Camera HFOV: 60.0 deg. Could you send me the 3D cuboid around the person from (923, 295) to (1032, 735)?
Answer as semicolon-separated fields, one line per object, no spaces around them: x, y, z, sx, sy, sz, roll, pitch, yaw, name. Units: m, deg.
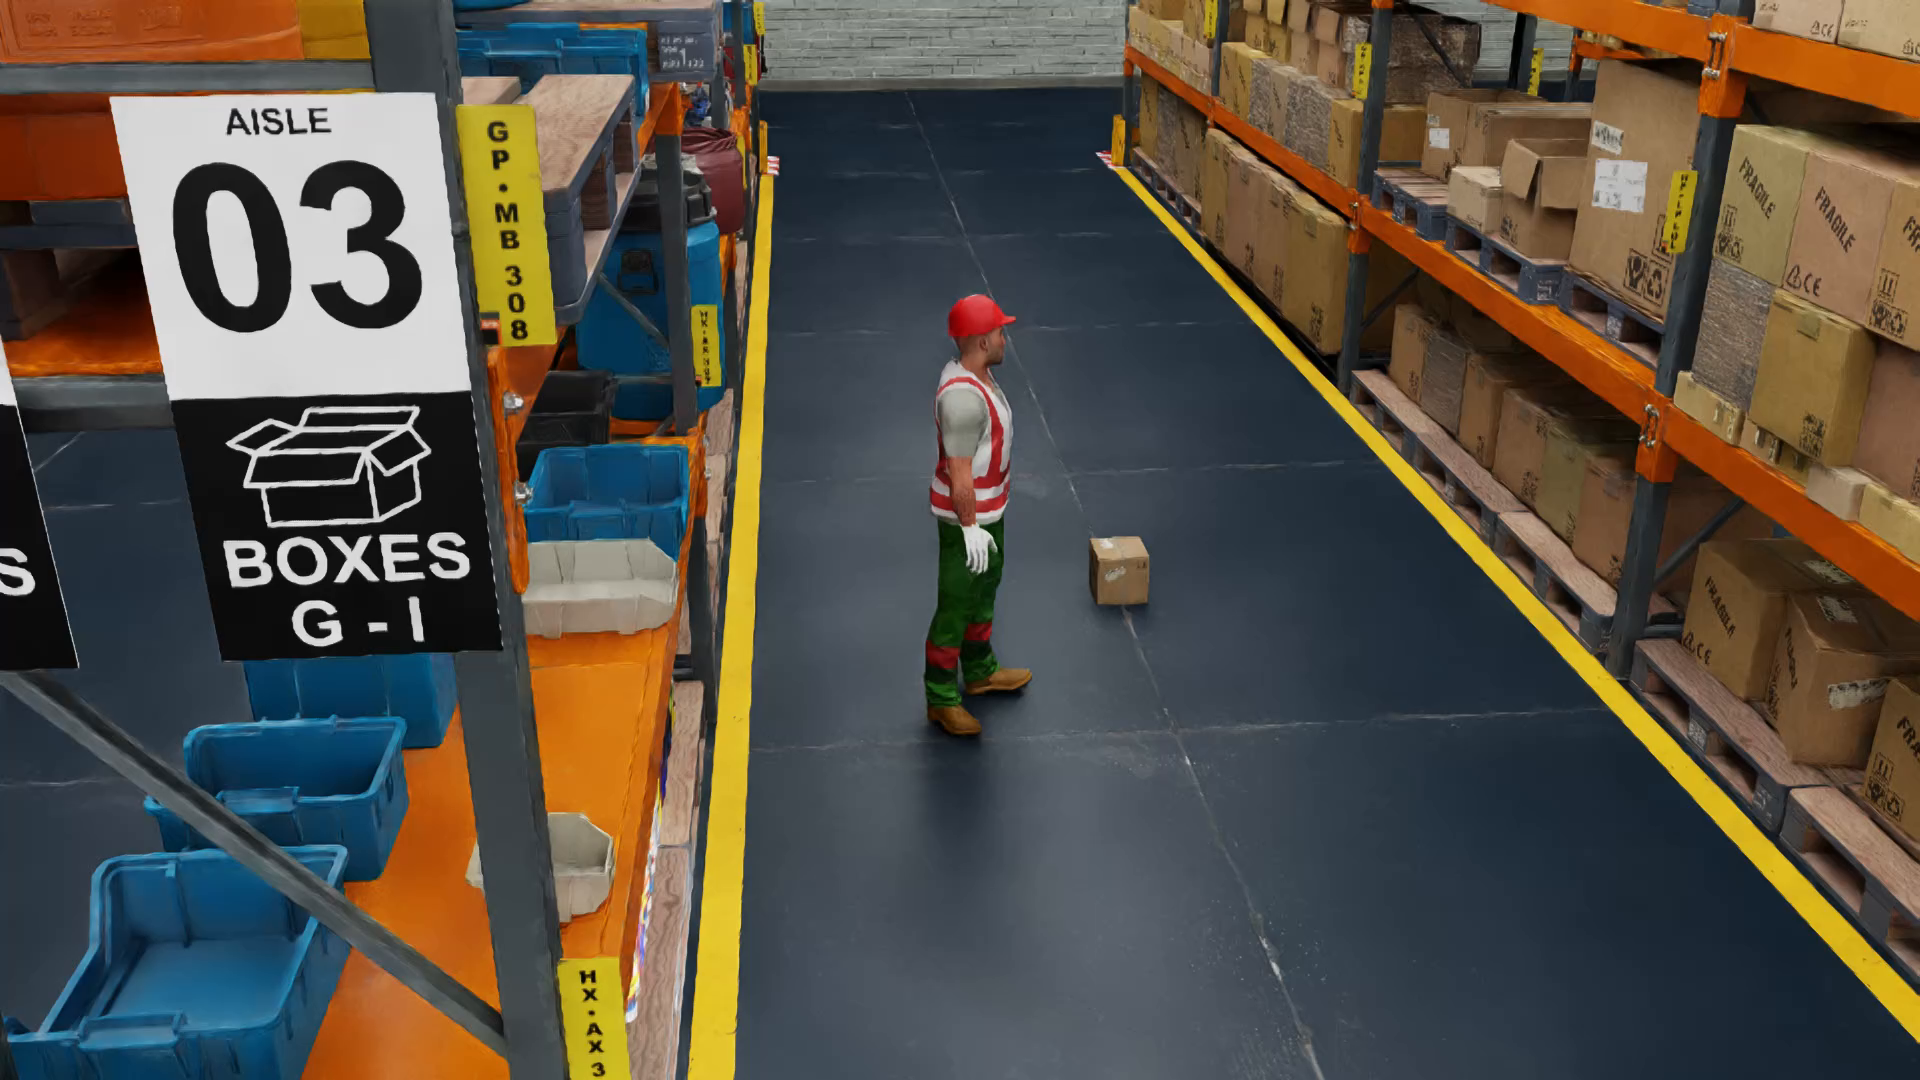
0.079;-0.125;6.786;0.414;1.792;0.622;4;24;8;person
